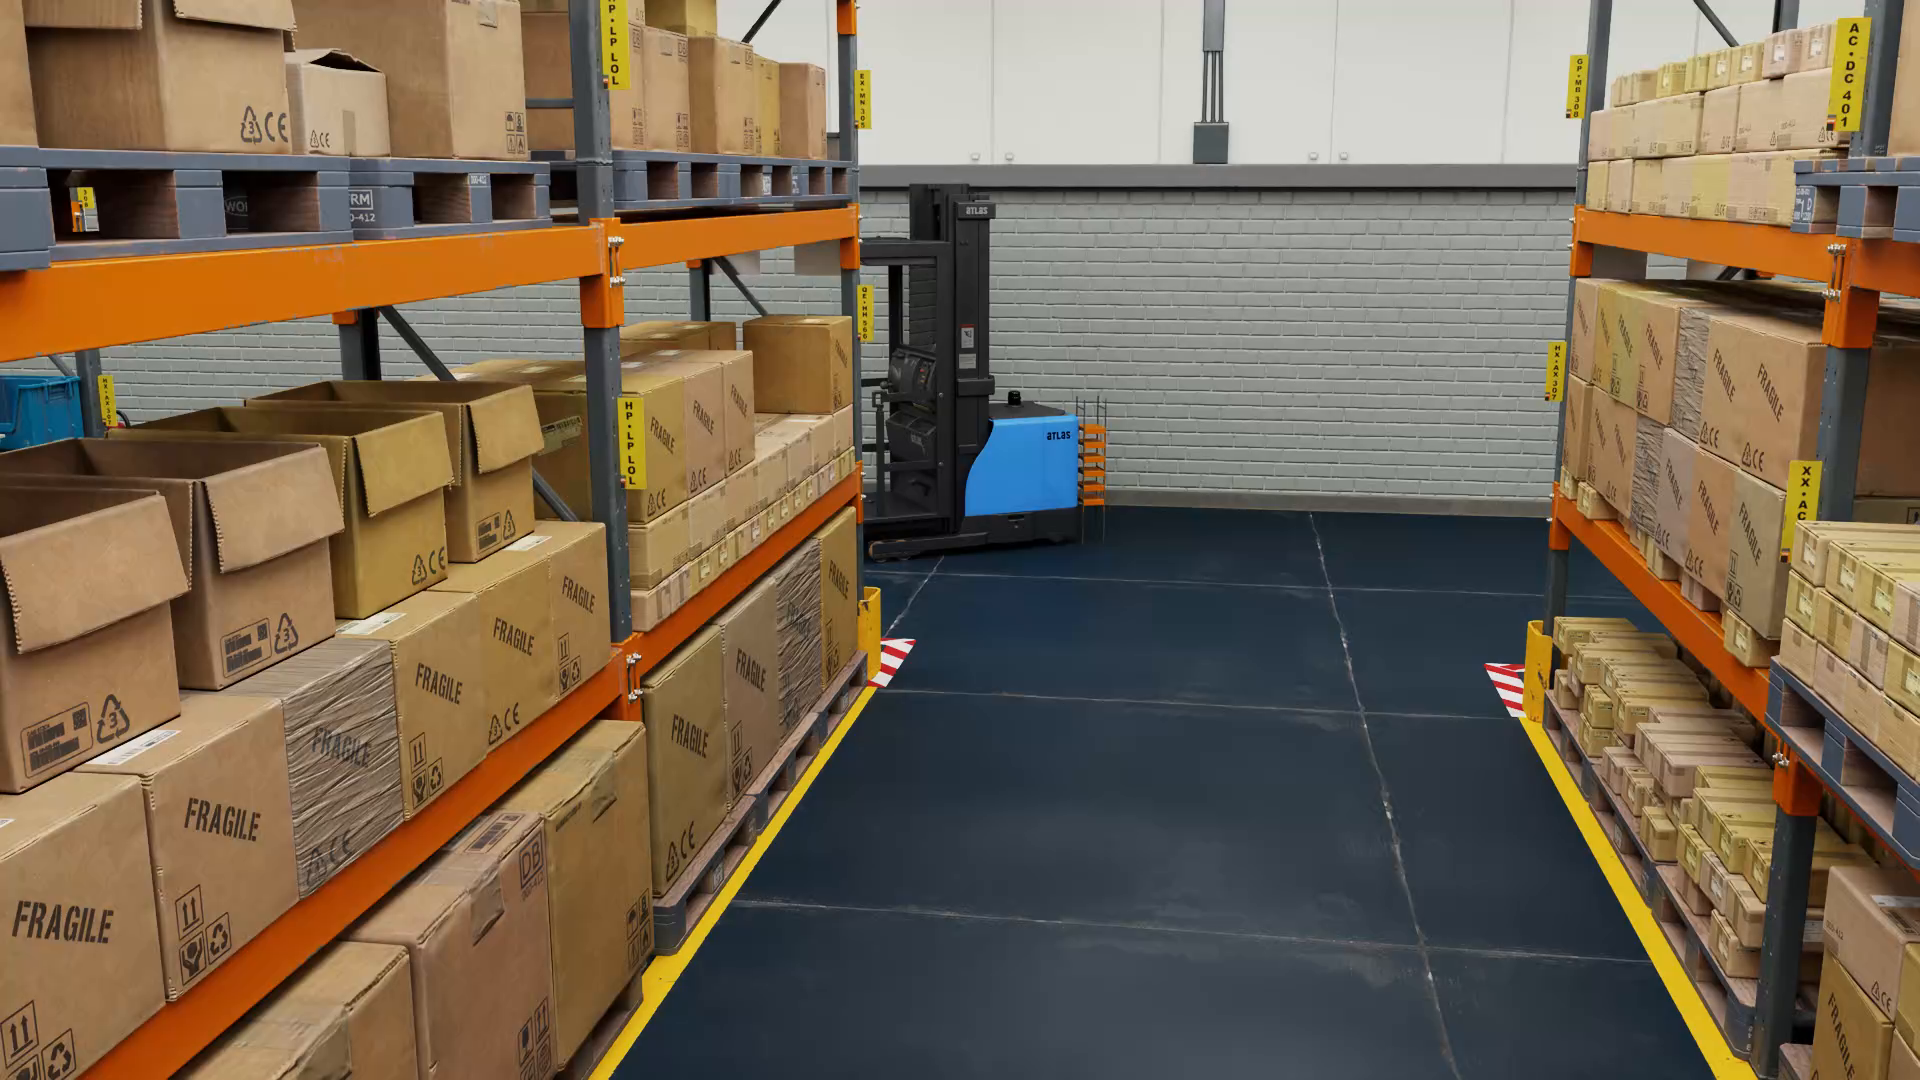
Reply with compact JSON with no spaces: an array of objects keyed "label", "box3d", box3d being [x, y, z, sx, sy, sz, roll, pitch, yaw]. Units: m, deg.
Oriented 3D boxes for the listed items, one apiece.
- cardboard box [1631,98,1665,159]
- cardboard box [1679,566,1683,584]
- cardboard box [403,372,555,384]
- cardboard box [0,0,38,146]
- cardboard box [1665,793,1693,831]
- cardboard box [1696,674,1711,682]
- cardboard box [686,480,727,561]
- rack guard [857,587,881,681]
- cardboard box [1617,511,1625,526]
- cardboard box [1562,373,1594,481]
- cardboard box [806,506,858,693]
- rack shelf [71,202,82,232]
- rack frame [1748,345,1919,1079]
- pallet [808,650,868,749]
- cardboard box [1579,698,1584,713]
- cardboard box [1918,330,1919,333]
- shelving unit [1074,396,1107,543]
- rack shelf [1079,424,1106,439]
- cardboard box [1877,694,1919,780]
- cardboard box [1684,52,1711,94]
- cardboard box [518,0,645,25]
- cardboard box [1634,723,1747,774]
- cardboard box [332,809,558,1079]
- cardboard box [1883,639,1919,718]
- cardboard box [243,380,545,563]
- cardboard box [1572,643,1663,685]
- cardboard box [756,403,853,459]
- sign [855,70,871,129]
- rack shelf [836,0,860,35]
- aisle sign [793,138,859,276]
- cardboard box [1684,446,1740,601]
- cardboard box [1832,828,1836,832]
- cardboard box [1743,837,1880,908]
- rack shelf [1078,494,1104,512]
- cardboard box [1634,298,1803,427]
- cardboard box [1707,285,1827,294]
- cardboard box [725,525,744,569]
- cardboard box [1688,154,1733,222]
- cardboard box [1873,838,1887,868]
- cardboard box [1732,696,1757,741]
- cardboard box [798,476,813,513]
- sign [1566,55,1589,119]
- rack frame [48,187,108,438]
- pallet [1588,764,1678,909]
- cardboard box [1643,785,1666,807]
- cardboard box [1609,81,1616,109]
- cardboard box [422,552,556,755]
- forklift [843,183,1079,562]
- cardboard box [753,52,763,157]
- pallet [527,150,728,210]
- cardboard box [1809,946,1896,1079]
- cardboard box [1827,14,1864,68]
[{"label":"cardboard box","box3d":[3.304,-1.821,7.375,0.500,0.250,0.500,2,12,9]},{"label":"cardboard box","box3d":[3.195,0.135,6.841,0.380,0.149,0.250,2,12,8]},{"label":"cardboard box","box3d":[-1.897,-0.373,6.472,0.500,0.500,0.500,2,12,10]},{"label":"cardboard box","box3d":[-2.250,-1.029,3.295,0.500,0.500,0.500,3,12,12]},{"label":"cardboard box","box3d":[3.125,1.103,6.817,0.380,0.149,0.250,2,12,10]},{"label":"cardboard box","box3d":[3.904,0.734,8.531,0.380,0.149,0.250,2,12,7]},{"label":"cardboard box","box3d":[-1.291,-0.094,6.961,0.500,0.250,0.500,2,12,8]},{"label":"rack guard","box3d":[-1.085,0.555,10.233,1.175,0.500,0.348,2,12,9]},{"label":"cardboard box","box3d":[3.426,-0.134,8.091,0.380,0.149,0.250,2,12,11]},{"label":"cardboard box","box3d":[3.455,-0.590,8.669,0.500,0.500,0.500,2,12,11]},{"label":"cardboard box","box3d":[-1.108,0.307,9.496,0.875,0.875,0.875,2,12,9]},{"label":"rack shelf","box3d":[-6.290,-1.521,8.519,1.077,0.370,4.000,2,12,9]},{"label":"rack frame","box3d":[3.182,0.352,5.239,1.000,3.000,0.127,2,12,9]},{"label":"pallet","box3d":[-1.134,0.870,9.456,1.003,0.211,1.213,2,12,9]},{"label":"cardboard box","box3d":[3.441,0.864,8.636,0.380,0.149,0.250,2,12,8]},{"label":"cardboard box","box3d":[3.492,-0.417,5.491,0.500,0.500,0.500,2,12,10]},{"label":"shelving unit","box3d":[1.088,-0.592,13.892,0.189,1.200,0.258,-3,12,-12]},{"label":"rack shelf","box3d":[1.088,-0.901,13.826,0.180,0.103,0.258,-3,12,-12]},{"label":"cardboard box","box3d":[2.548,0.499,4.158,0.380,0.149,0.250,2,12,9]},{"label":"cardboard box","box3d":[3.152,-1.878,6.689,0.380,0.149,0.250,2,12,8]},{"label":"cardboard box","box3d":[-1.553,-2.161,6.530,0.500,0.250,0.500,1,12,5]},{"label":"cardboard box","box3d":[3.107,0.893,7.086,0.380,0.149,0.250,1,12,7]},{"label":"cardboard box","box3d":[-1.919,1.324,4.778,1.225,0.875,0.875,1,12,7]},{"label":"cardboard box","box3d":[2.550,0.353,4.127,0.380,0.149,0.250,1,12,6]},{"label":"cardboard box","box3d":[-1.794,-0.236,5.348,0.797,0.503,0.637,2,12,7]},{"label":"cardboard box","box3d":[3.292,0.625,8.333,0.380,0.149,0.250,2,12,8]},{"label":"cardboard box","box3d":[-0.901,-0.625,9.423,0.500,0.250,0.500,2,12,8]},{"label":"sign","box3d":[-0.554,-2.502,9.450,0.100,0.325,0.005,2,12,9]},{"label":"rack shelf","box3d":[-1.396,-2.631,7.500,1.077,0.370,4.000,2,12,9]},{"label":"aisle sign","box3d":[-0.781,-1.938,9.697,0.394,0.787,0.004,2,12,9]},{"label":"cardboard box","box3d":[3.058,-0.060,6.208,0.500,0.500,0.500,2,12,7]},{"label":"cardboard box","box3d":[3.550,1.166,6.525,0.380,0.149,0.250,1,12,6]},{"label":"cardboard box","box3d":[2.979,1.167,5.815,0.380,0.149,0.250,2,12,10]},{"label":"rack shelf","box3d":[1.088,-0.314,13.952,0.180,0.103,0.258,-3,12,-12]},{"label":"cardboard box","box3d":[3.217,-0.760,7.082,0.500,0.500,0.500,1,12,7]},{"label":"cardboard box","box3d":[3.894,-0.955,7.987,0.500,0.500,0.500,1,12,7]},{"label":"cardboard box","box3d":[-1.171,0.025,7.354,0.380,0.149,0.250,2,12,8]},{"label":"cardboard box","box3d":[3.156,-1.361,6.425,0.500,0.250,0.500,2,12,8]},{"label":"cardboard box","box3d":[3.540,1.129,5.991,0.380,0.149,0.250,3,12,11]},{"label":"cardboard box","box3d":[3.717,0.805,7.497,0.380,0.149,0.250,1,12,7]},{"label":"cardboard box","box3d":[-0.974,-0.242,8.592,0.380,0.149,0.250,2,12,7]},{"label":"sign","box3d":[3.261,-2.392,8.776,0.100,0.325,0.005,2,12,9]},{"label":"rack frame","box3d":[-5.983,-0.823,10.691,1.000,3.000,0.127,2,12,9]},{"label":"pallet","box3d":[3.435,1.320,7.369,1.003,0.211,1.213,2,12,9]},{"label":"cardboard box","box3d":[3.171,1.180,7.167,0.380,0.149,0.250,2,12,10]},{"label":"cardboard box","box3d":[3.522,-2.253,8.429,0.380,0.149,0.250,2,12,8]},{"label":"cardboard box","box3d":[-1.589,0.331,5.102,0.500,0.500,0.500,2,12,10]},{"label":"forklift","box3d":[-0.573,-1.382,13.448,3.031,2.935,1.130,-5,13,-22]},{"label":"cardboard box","box3d":[-1.353,-2.099,8.022,0.700,0.500,0.500,1,12,5]},{"label":"pallet","box3d":[-1.568,-1.422,6.565,1.003,0.211,1.213,2,12,9]},{"label":"cardboard box","box3d":[2.806,1.514,4.784,0.500,0.500,0.500,2,12,11]},{"label":"cardboard box","box3d":[2.959,-1.554,5.188,0.380,0.149,0.250,1,12,6]}]
